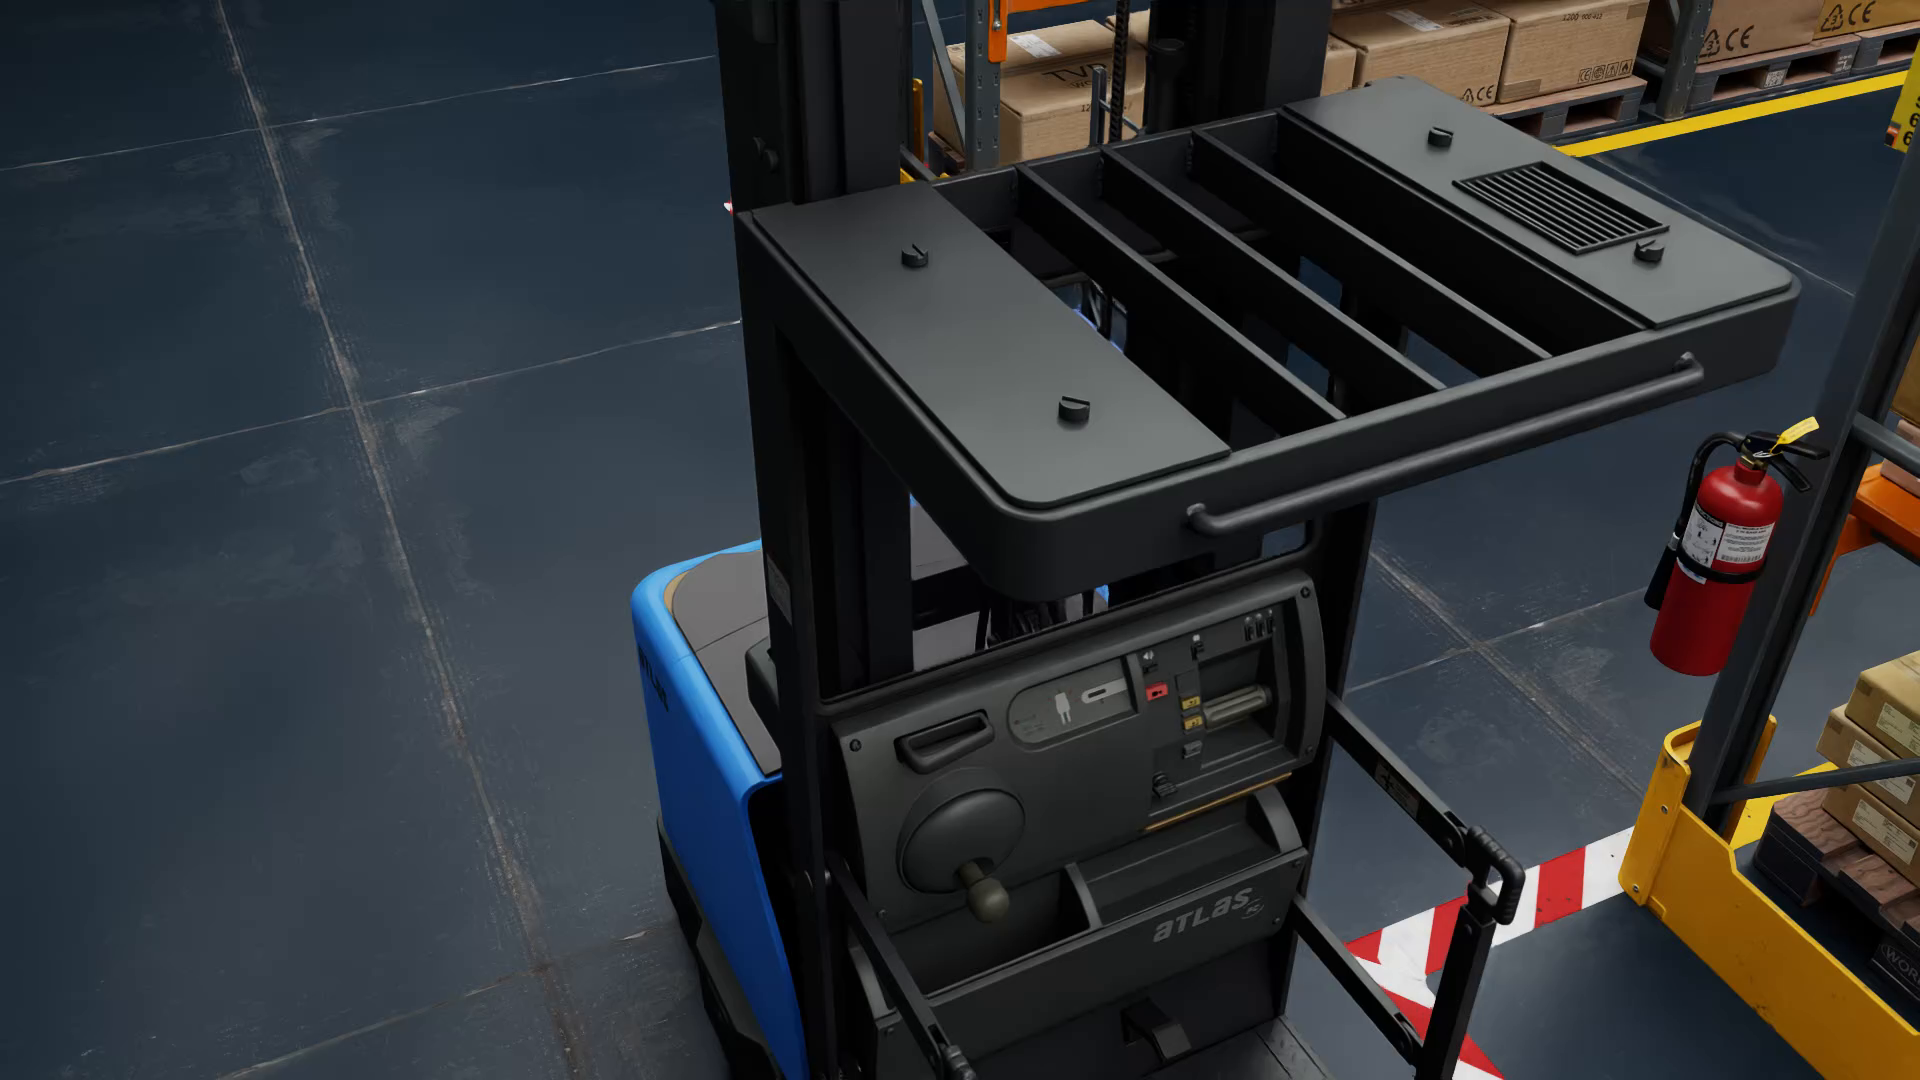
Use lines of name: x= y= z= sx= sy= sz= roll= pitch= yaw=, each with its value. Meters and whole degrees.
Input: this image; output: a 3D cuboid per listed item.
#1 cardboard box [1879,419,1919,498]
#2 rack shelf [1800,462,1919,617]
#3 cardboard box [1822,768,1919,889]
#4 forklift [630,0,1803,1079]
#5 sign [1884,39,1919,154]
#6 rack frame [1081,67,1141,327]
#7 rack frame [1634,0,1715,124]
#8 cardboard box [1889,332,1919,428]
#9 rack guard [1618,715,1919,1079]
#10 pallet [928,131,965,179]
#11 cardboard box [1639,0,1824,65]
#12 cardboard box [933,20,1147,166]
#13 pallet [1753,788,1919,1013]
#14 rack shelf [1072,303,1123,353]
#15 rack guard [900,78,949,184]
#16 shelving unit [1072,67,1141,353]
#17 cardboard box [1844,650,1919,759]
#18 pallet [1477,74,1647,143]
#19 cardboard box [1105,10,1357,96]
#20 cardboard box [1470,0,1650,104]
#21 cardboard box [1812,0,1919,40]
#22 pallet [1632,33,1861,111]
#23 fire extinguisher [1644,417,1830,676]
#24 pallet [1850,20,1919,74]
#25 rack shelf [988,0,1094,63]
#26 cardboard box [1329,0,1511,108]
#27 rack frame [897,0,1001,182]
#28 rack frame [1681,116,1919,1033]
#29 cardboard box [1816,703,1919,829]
cardboard box: x=2.271 y=-0.139 z=3.630 sx=0.250 sy=0.149 sz=0.380 roll=-16 pitch=39 yaw=-20
rack shelf: x=3.907 y=-0.222 z=4.136 sx=4.000 sy=0.370 sz=1.077 roll=-16 pitch=39 yaw=-20
cardboard box: x=2.484 y=0.726 z=4.294 sx=0.250 sy=0.149 sz=0.380 roll=-15 pitch=39 yaw=-19
forklift: x=0.334 y=0.422 z=2.721 sx=1.130 sy=2.935 sz=3.031 roll=-17 pitch=40 yaw=-21
sign: x=1.879 y=-0.901 z=3.210 sx=0.005 sy=0.325 sz=0.100 roll=-16 pitch=39 yaw=-20
rack frame: x=0.537 y=-0.753 z=5.506 sx=0.032 sy=1.500 sz=0.500 roll=-16 pitch=39 yaw=-20
rack frame: x=3.523 y=-3.661 z=8.168 sx=0.127 sy=3.000 sz=1.000 roll=-16 pitch=39 yaw=-20
cardboard box: x=2.394 y=-0.417 z=3.461 sx=0.500 sy=0.500 sz=0.500 roll=-15 pitch=39 yaw=-19
rack guard: x=2.165 y=0.980 z=4.009 sx=0.348 sy=0.500 sz=1.175 roll=-16 pitch=39 yaw=-20
pallet: x=0.592 y=-1.773 z=7.964 sx=1.213 sy=0.211 sz=1.003 roll=-16 pitch=39 yaw=-20
cardboard box: x=4.050 y=-3.177 z=8.946 sx=0.875 sy=0.875 sz=0.875 roll=-14 pitch=39 yaw=-19
cardboard box: x=0.457 y=-2.009 z=7.739 sx=0.875 sy=0.438 sz=0.875 roll=-17 pitch=40 yaw=-21
pallet: x=2.915 y=0.909 z=4.347 sx=1.213 sy=0.211 sz=1.003 roll=-16 pitch=39 yaw=-20
rack shelf: x=0.077 y=-0.480 z=5.439 sx=1.000 sy=0.185 sz=0.538 roll=-16 pitch=39 yaw=-20
rack guard: x=-0.120 y=-1.639 z=7.540 sx=0.348 sy=0.500 sz=1.175 roll=-16 pitch=39 yaw=-20
shelving unit: x=0.077 y=-0.624 z=5.332 sx=1.048 sy=1.500 sz=0.538 roll=-16 pitch=39 yaw=-20
cardboard box: x=2.468 y=0.462 z=4.151 sx=0.250 sy=0.149 sz=0.380 roll=-15 pitch=39 yaw=-19
pallet: x=2.801 y=-2.391 z=8.796 sx=1.213 sy=0.211 sz=1.003 roll=-16 pitch=39 yaw=-20
cardboard box: x=1.281 y=-2.246 z=8.058 sx=0.875 sy=0.438 sz=0.875 roll=-15 pitch=39 yaw=-19
cardboard box: x=2.909 y=-2.700 z=8.670 sx=0.875 sy=0.438 sz=0.875 roll=-16 pitch=40 yaw=-21
cardboard box: x=4.864 y=-3.410 z=9.260 sx=0.875 sy=0.875 sz=0.875 roll=-14 pitch=39 yaw=-19
pallet: x=4.189 y=-2.777 z=9.317 sx=1.213 sy=0.211 sz=1.003 roll=-16 pitch=39 yaw=-20
fire extinguisher: x=1.672 y=-0.009 z=3.622 sx=0.183 sy=0.674 sz=0.296 roll=-16 pitch=39 yaw=-20
pallet: x=5.295 y=-3.088 z=9.737 sx=1.213 sy=0.211 sz=1.003 roll=-16 pitch=39 yaw=-20
rack shelf: x=1.712 y=-2.866 z=7.700 sx=4.000 sy=0.370 sz=1.077 roll=-16 pitch=39 yaw=-20
cardboard box: x=2.098 y=-2.473 z=8.364 sx=0.875 sy=0.438 sz=0.875 roll=-17 pitch=40 yaw=-21
rack frame: x=-0.098 y=-2.649 z=6.803 sx=0.127 sy=3.000 sz=1.000 roll=-16 pitch=39 yaw=-20
rack frame: x=2.096 y=-0.005 z=3.239 sx=0.127 sy=3.000 sz=1.000 roll=-16 pitch=39 yaw=-20
cardboard box: x=2.453 y=0.564 z=4.262 sx=0.250 sy=0.149 sz=0.380 roll=-17 pitch=40 yaw=-21
